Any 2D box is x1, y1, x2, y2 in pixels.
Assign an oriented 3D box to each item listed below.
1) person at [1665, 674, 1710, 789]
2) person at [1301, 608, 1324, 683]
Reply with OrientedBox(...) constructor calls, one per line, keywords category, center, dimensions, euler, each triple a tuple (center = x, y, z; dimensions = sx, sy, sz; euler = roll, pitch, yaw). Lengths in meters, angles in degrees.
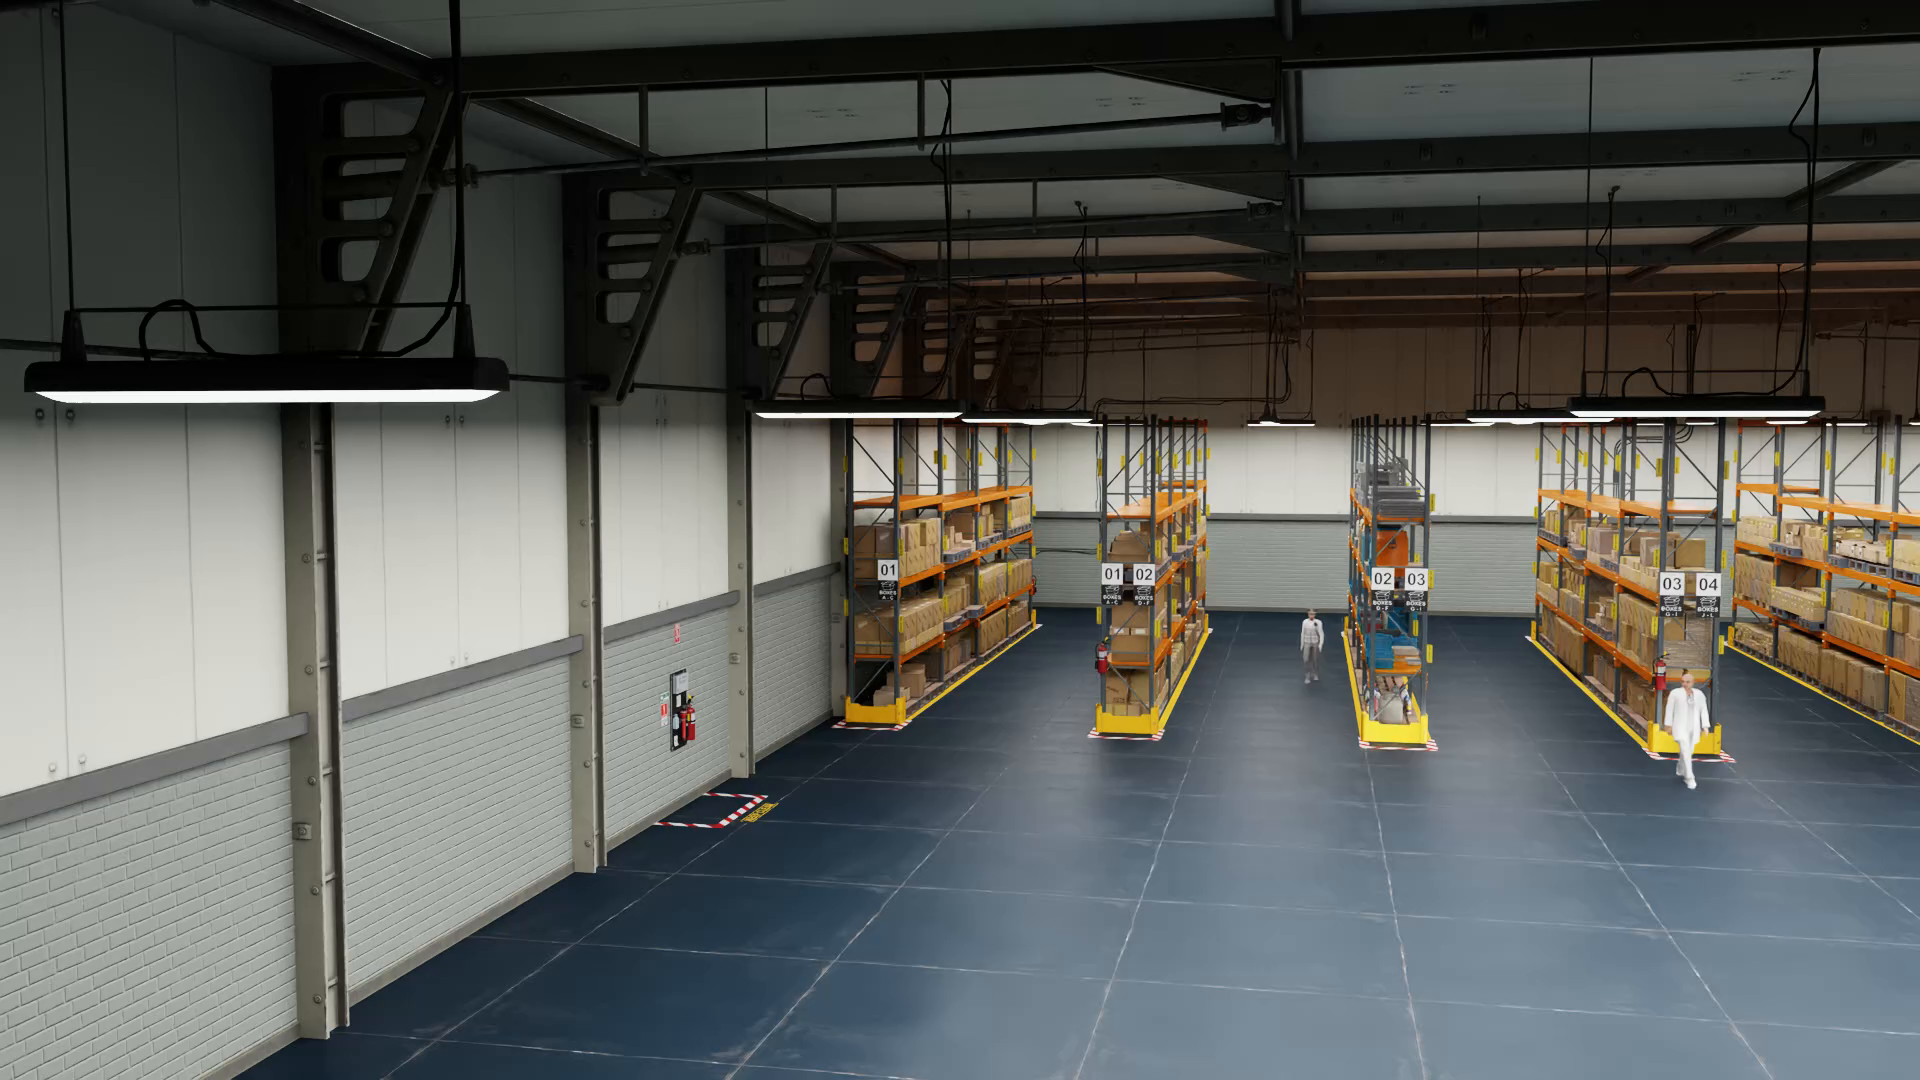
OrientedBox(category="person", center=(11.761, 3.049, 26.869), dimensions=(0.606, 1.783, 0.903), euler=(0, 4, 1))
OrientedBox(category="person", center=(7.986, 2.396, 37.708), dimensions=(0.540, 1.713, 0.554), euler=(2, 4, 26))
